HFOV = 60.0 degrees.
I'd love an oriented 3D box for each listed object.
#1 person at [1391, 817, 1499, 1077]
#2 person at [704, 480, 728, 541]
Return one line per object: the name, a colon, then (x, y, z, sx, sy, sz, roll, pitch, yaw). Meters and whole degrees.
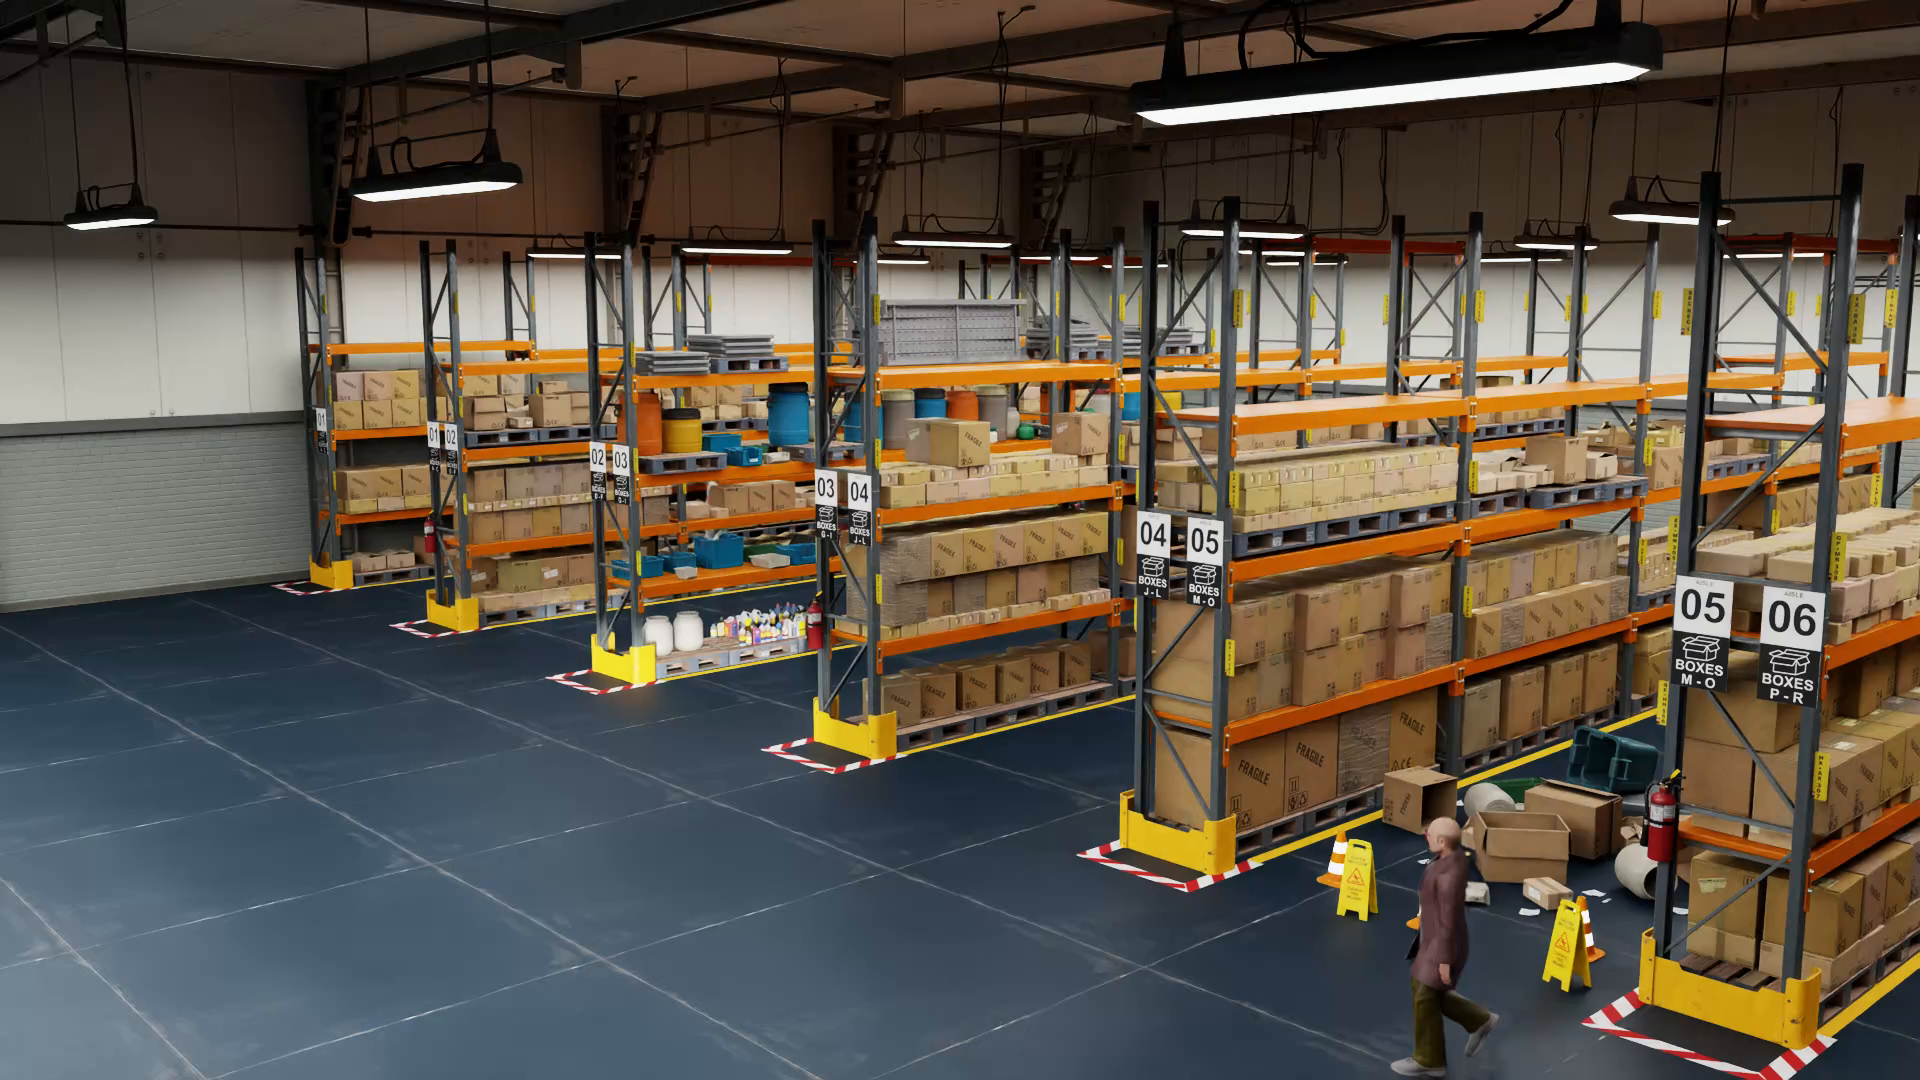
person: (3.236, 2.677, 10.974, 0.743, 1.760, 0.585, 0, 8, 1)
person: (-4.870, -0.534, 32.809, 0.501, 1.769, 0.540, -5, 10, -28)
